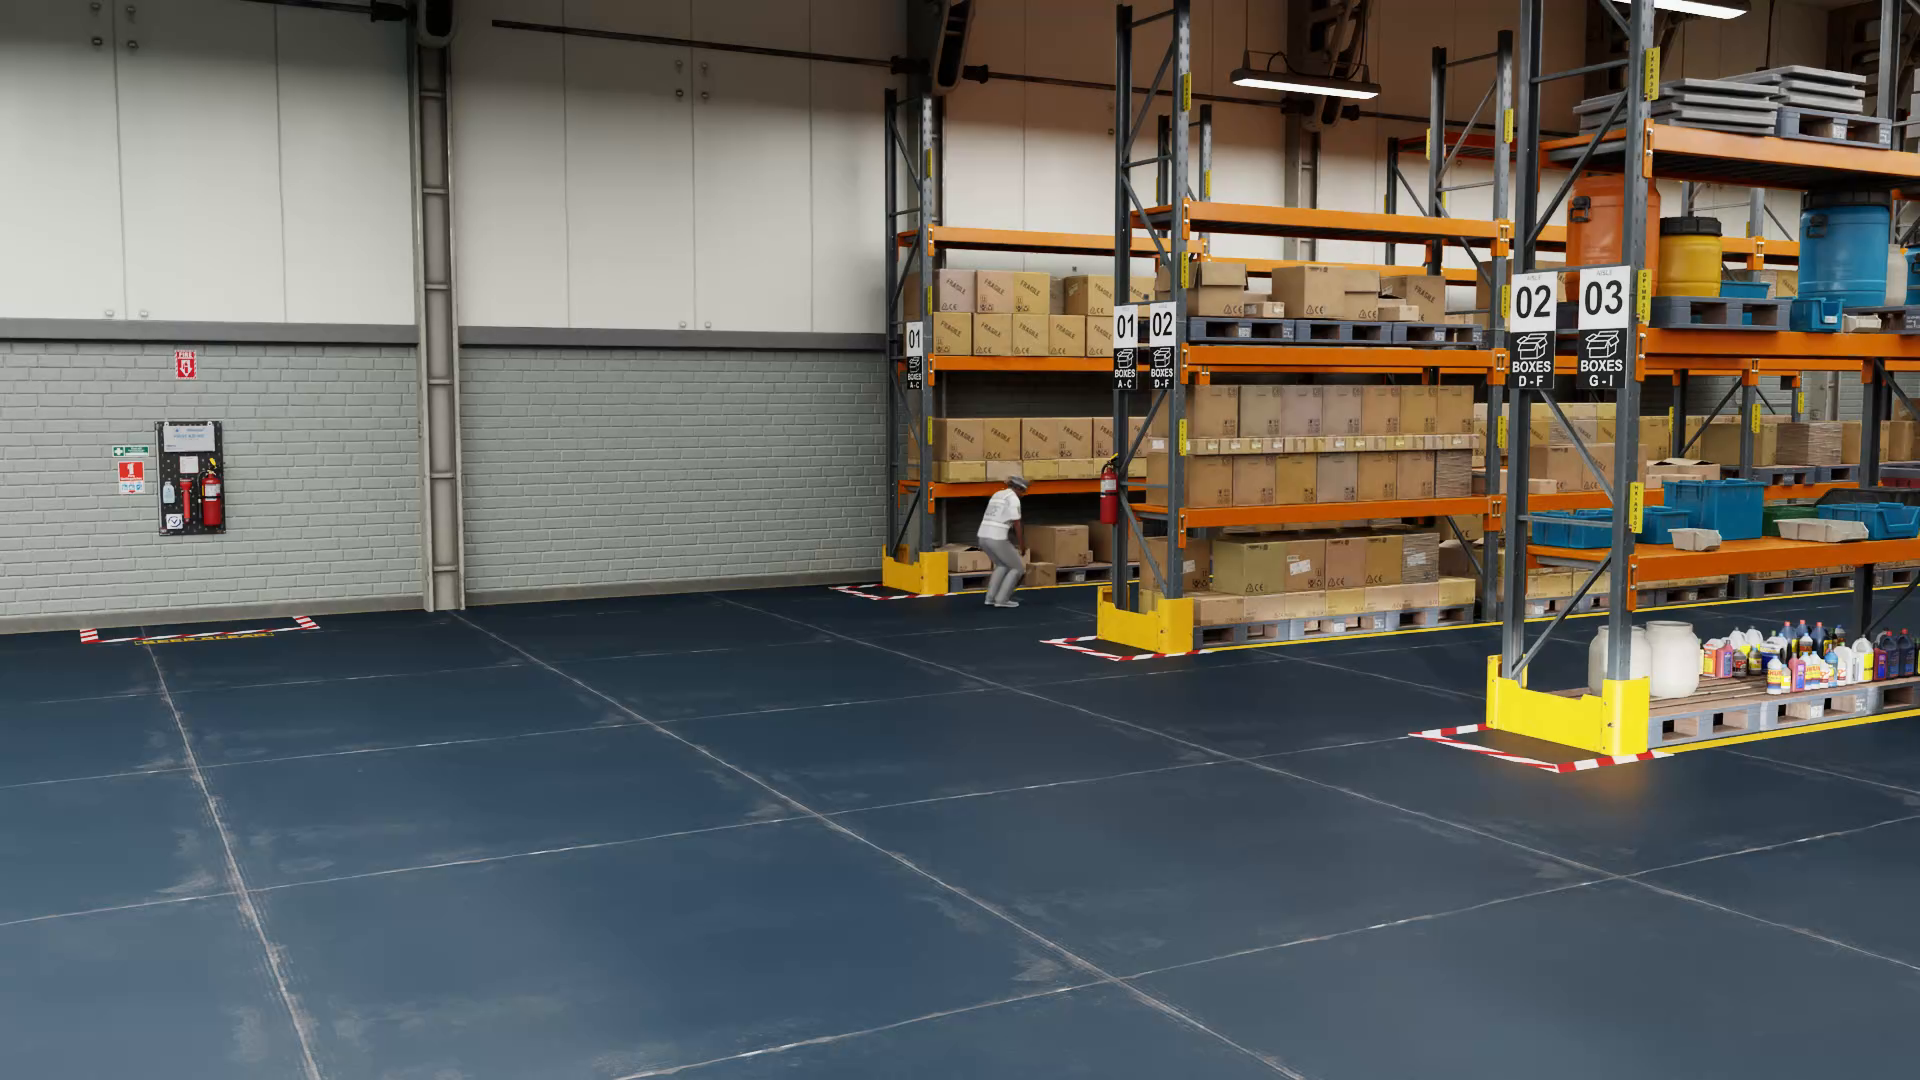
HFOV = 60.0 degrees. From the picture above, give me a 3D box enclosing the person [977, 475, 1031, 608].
[{"bbox_3d":[0.498,0.010,18.572,0.649,1.464,0.492,-3,6,-28],"label":"person"}]
